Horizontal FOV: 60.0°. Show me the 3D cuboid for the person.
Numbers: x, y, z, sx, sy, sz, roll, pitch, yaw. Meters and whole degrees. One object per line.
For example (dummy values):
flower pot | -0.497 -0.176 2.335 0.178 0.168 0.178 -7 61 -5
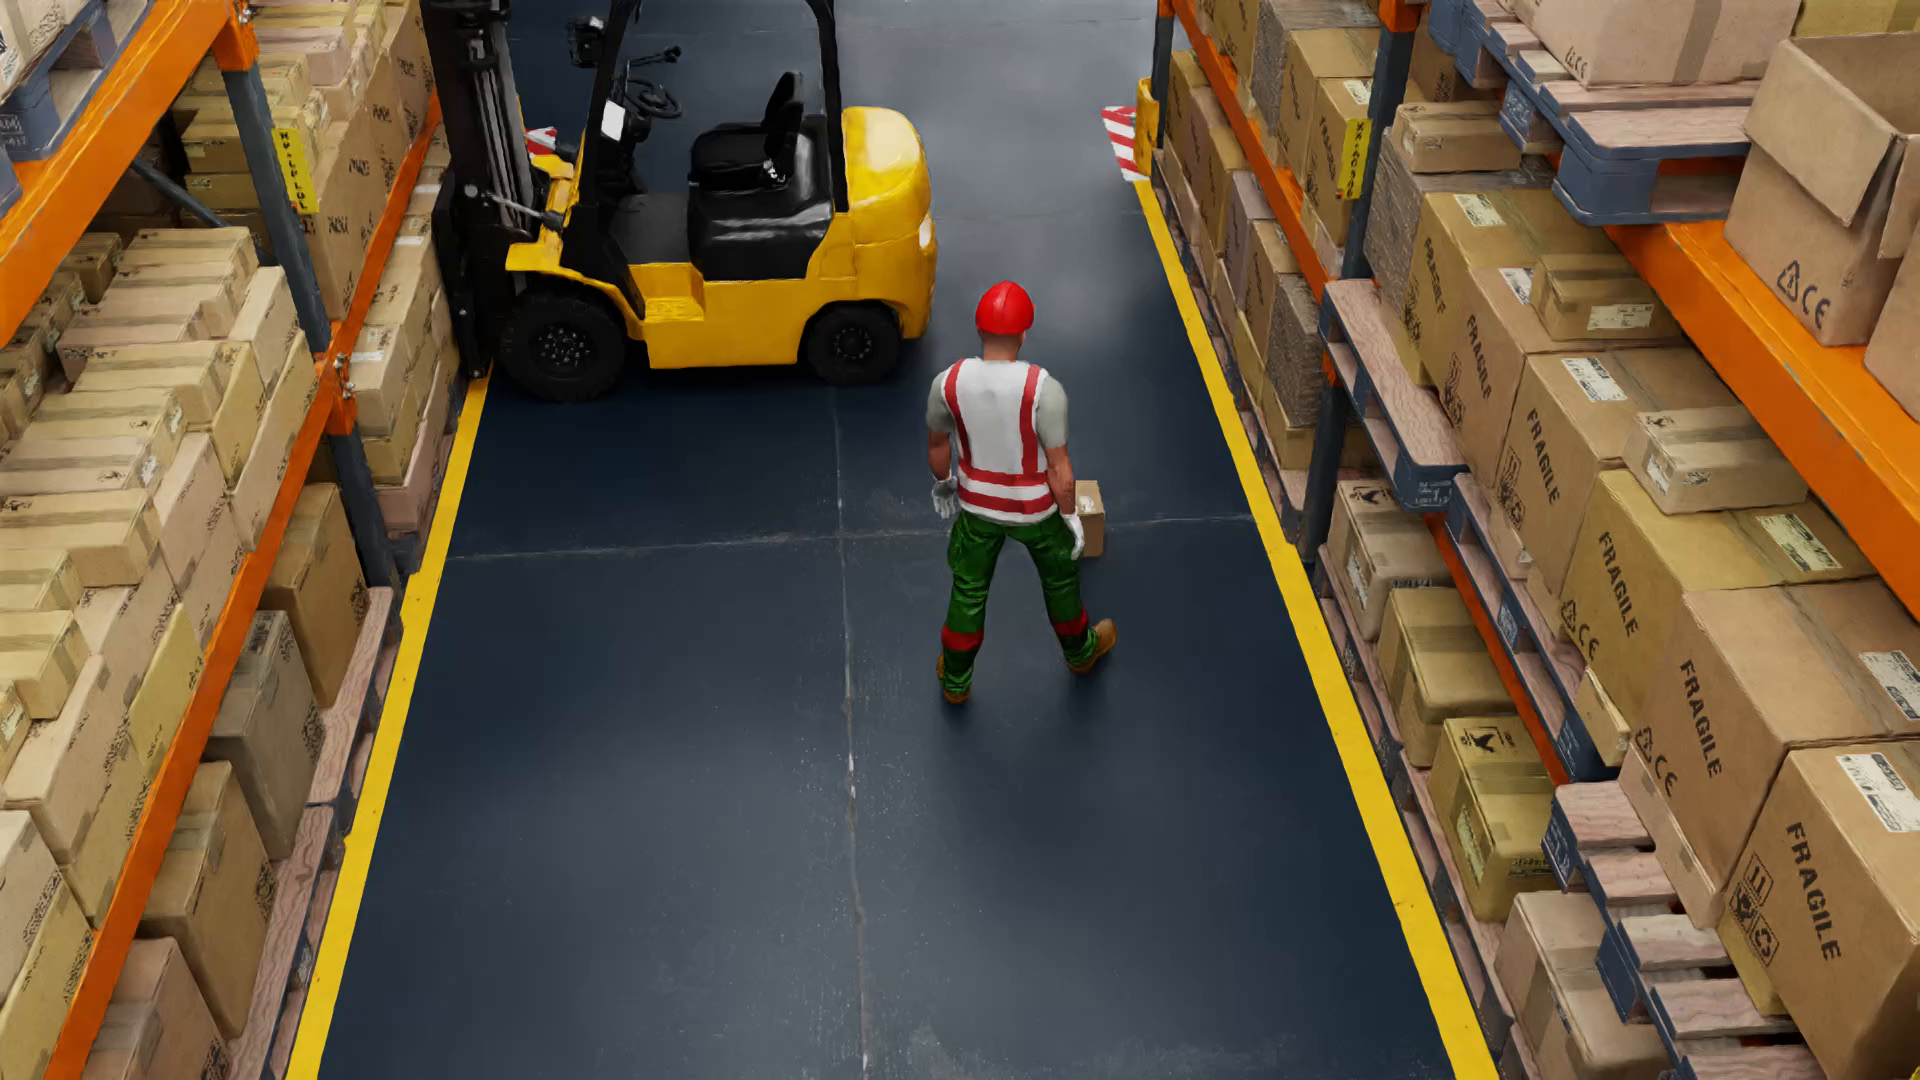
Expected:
person | 0.237 -0.173 6.323 0.715 1.769 0.631 14 41 16
